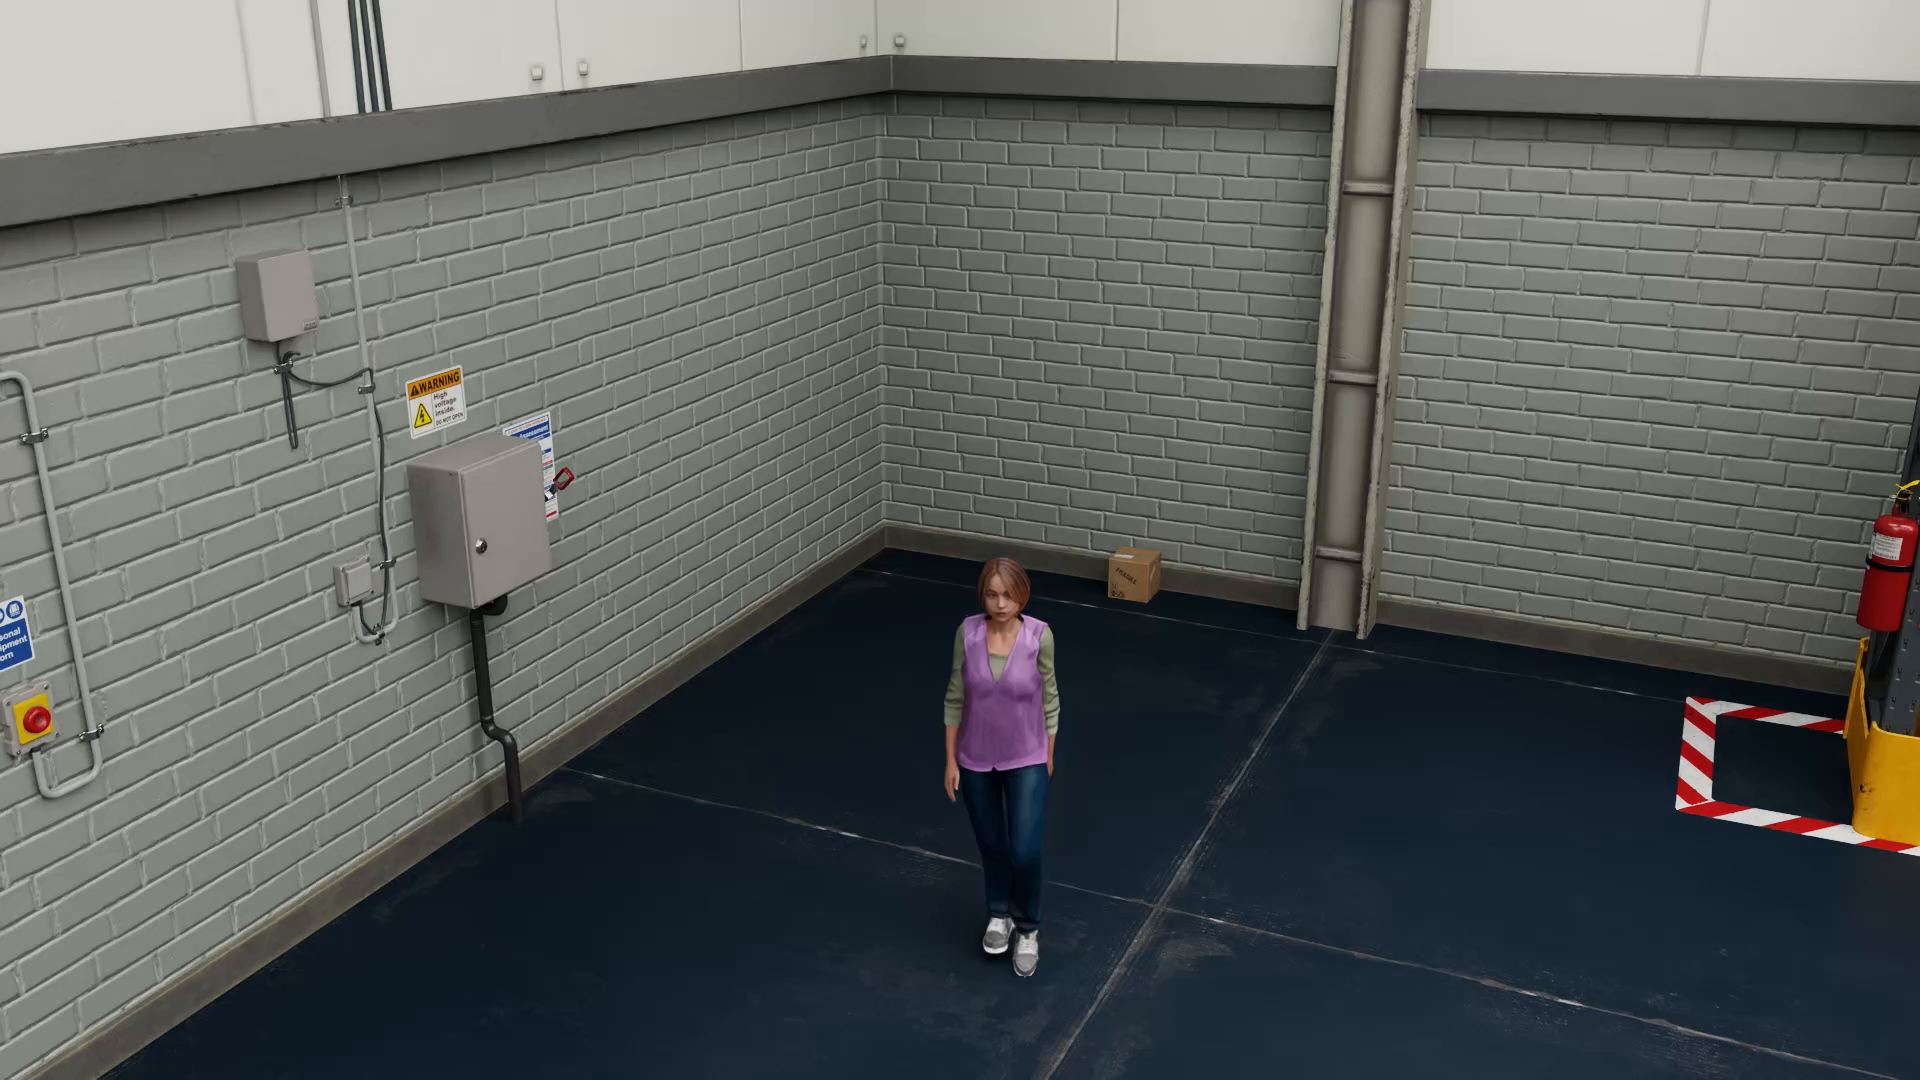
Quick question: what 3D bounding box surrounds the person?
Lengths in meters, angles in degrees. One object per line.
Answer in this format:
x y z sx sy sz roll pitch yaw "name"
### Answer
0.144 0.846 6.156 0.415 1.631 0.451 5 20 13 "person"
